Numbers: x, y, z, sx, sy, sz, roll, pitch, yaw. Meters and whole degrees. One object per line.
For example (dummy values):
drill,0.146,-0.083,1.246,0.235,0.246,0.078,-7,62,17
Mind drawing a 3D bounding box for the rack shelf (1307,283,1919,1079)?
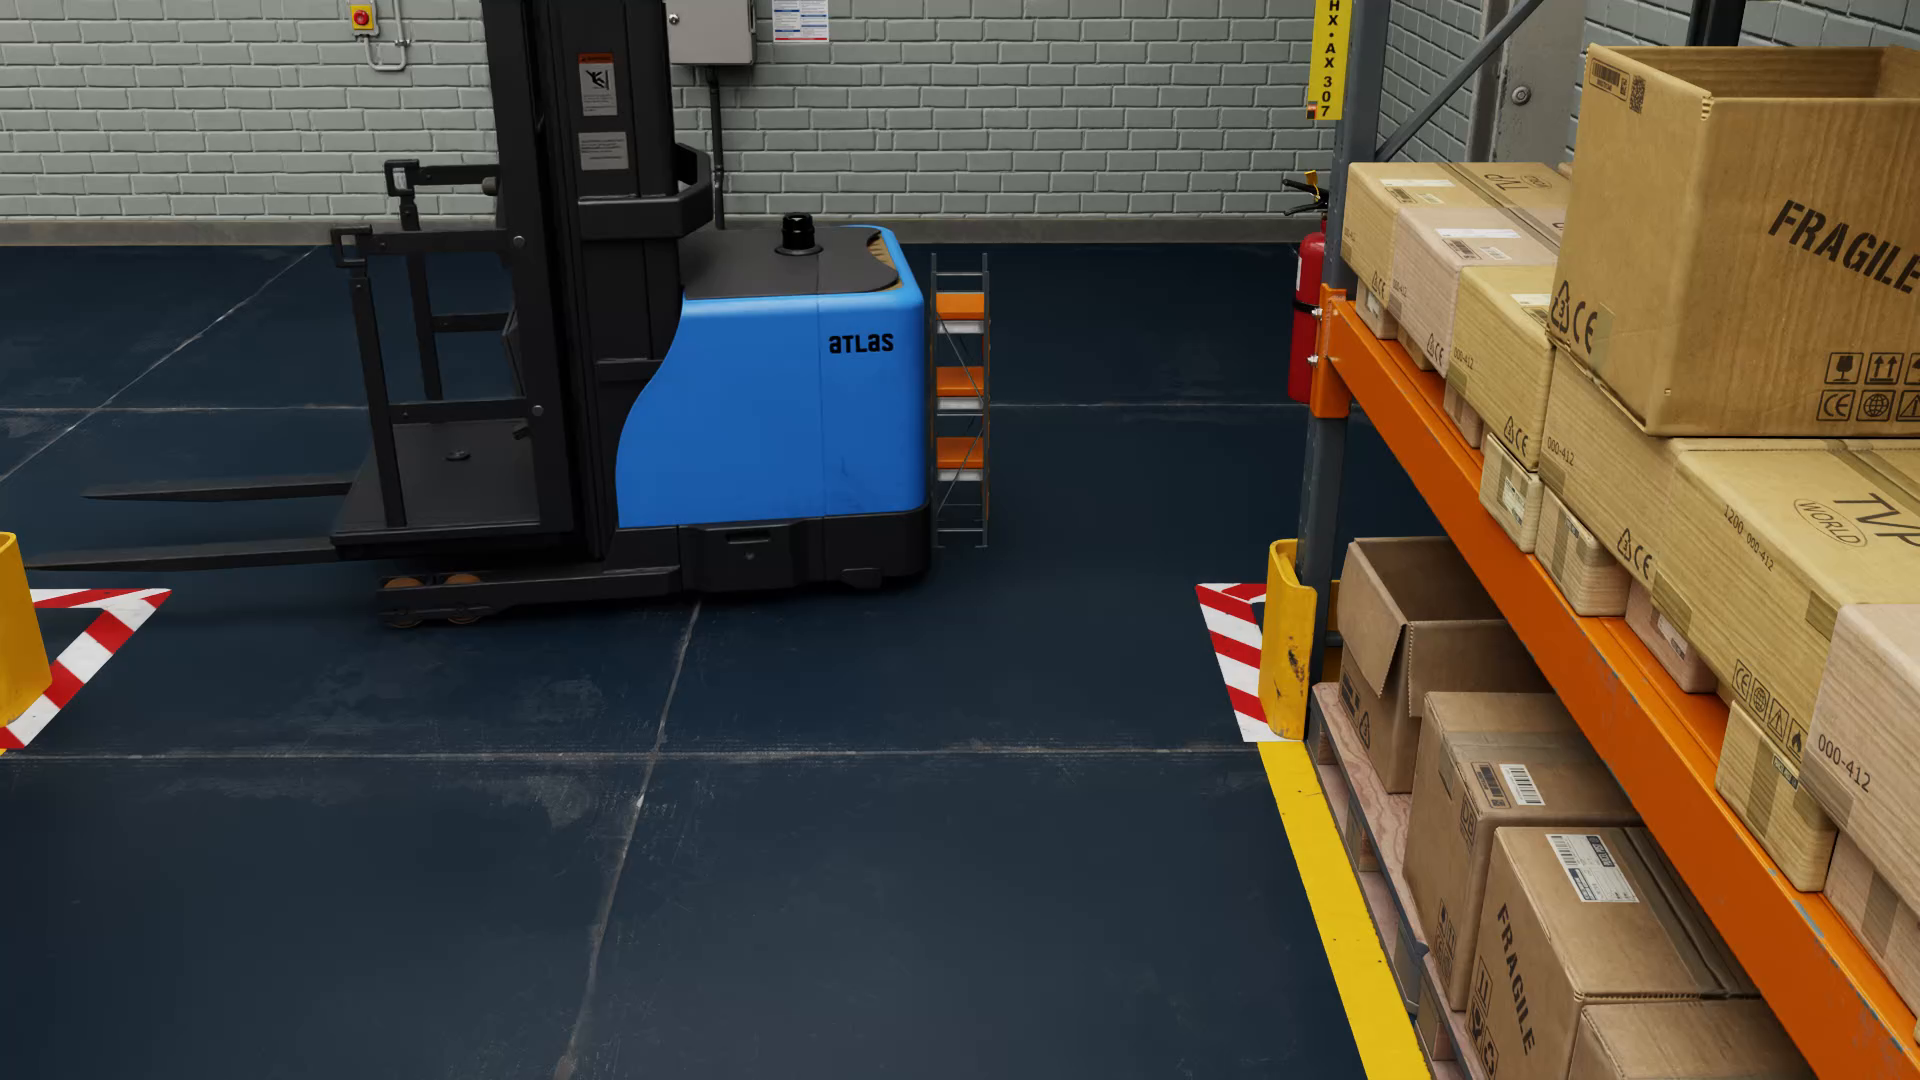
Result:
rack shelf,1.537,0.275,2.875,1.077,0.370,4.000,0,24,-1

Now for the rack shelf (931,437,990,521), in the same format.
rack shelf,-0.001,-0.238,6.201,0.215,0.259,0.240,0,24,-1

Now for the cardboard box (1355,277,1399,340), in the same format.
cardboard box,1.244,-0.626,4.298,0.380,0.149,0.250,0,24,-1

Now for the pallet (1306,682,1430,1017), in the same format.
pallet,1.526,0.754,4.328,1.003,0.211,1.213,0,24,-1

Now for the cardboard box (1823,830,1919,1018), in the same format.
cardboard box,1.276,0.433,1.957,0.380,0.149,0.250,0,24,1

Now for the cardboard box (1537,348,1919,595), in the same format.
cardboard box,1.292,-0.129,2.715,0.500,0.250,0.500,-1,24,-2

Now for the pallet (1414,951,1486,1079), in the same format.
pallet,1.536,1.255,3.219,1.003,0.211,1.213,0,24,-1

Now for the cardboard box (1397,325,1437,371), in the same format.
cardboard box,1.294,-0.521,4.067,0.380,0.149,0.250,0,24,1

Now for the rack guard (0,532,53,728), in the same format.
rack guard,-3.448,0.276,5.033,1.175,0.500,0.348,0,24,-1

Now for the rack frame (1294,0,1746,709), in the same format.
rack frame,1.515,-0.877,4.549,1.000,3.000,0.127,0,24,-1

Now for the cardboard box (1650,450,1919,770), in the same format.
cardboard box,1.297,0.084,2.246,0.500,0.250,0.500,0,24,-1

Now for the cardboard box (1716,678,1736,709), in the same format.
cardboard box,1.354,0.221,2.426,0.380,0.149,0.250,0,24,0

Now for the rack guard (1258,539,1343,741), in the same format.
rack guard,1.516,0.293,4.995,1.175,0.500,0.348,0,24,-1

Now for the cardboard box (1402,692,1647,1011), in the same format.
cardboard box,1.398,0.676,3.640,0.700,0.500,0.500,1,24,2

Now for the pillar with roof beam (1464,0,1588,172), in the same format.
pillar with roof beam,-1.918,-4.706,5.735,9.100,9.000,0.400,0,24,-1

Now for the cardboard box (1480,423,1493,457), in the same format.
cardboard box,1.281,-0.199,3.355,0.380,0.149,0.250,0,24,0

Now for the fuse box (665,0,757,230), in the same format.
fuse box,-1.431,-2.539,9.787,0.539,1.711,0.414,0,24,-1

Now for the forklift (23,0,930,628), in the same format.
forklift,-1.666,-1.272,5.506,3.031,2.935,1.130,-4,25,-8

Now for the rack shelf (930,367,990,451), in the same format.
rack shelf,-0.001,-0.491,6.087,0.215,0.259,0.240,0,24,-1

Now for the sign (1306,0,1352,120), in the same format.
sign,0.973,-1.269,4.365,0.100,0.325,0.005,0,24,-1

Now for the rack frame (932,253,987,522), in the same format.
rack frame,-0.002,-0.551,6.194,0.200,1.050,0.008,0,24,-1

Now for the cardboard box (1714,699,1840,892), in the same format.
cardboard box,1.245,0.328,2.189,0.380,0.149,0.250,-1,24,-1

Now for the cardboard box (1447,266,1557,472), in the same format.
cardboard box,1.265,-0.339,3.181,0.500,0.250,0.500,-1,24,-2

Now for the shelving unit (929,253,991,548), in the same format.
shelving unit,-0.001,-0.500,6.082,0.215,1.050,0.252,0,24,-1

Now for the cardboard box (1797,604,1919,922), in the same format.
cardboard box,1.289,0.289,1.792,0.500,0.250,0.500,0,24,0

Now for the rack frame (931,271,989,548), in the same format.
rack frame,0.001,-0.450,5.971,0.200,1.050,0.008,0,24,-1

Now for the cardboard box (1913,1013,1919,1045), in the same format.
cardboard box,1.251,0.541,1.718,0.380,0.149,0.250,0,24,1

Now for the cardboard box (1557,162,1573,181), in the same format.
cardboard box,1.786,-0.756,4.102,0.500,0.250,0.500,0,24,1

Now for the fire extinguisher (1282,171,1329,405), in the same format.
fire extinguisher,1.051,-0.730,4.771,0.296,0.674,0.183,0,24,-1

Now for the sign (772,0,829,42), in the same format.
sign,-0.939,-3.170,9.734,0.329,0.494,0.001,0,24,-1

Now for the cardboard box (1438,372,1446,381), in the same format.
cardboard box,1.331,-0.413,3.828,0.380,0.149,0.250,-1,24,-1

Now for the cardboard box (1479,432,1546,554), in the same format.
cardboard box,1.209,-0.095,3.124,0.380,0.149,0.250,-1,24,-2

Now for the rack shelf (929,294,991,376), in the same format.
rack shelf,-0.001,-0.749,5.970,0.215,0.259,0.240,0,24,-1

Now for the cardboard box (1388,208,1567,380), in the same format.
cardboard box,1.256,-0.548,3.643,0.500,0.250,0.500,0,24,0

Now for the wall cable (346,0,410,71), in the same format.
wall cable,-3.533,-3.654,9.417,0.585,1.953,0.123,0,24,-1

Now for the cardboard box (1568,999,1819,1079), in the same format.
cardboard box,1.409,1.103,2.694,0.700,0.500,0.500,-1,24,-3

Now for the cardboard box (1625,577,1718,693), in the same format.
cardboard box,1.304,0.120,2.650,0.380,0.149,0.250,0,24,-1

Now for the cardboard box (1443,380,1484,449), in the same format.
cardboard box,1.273,-0.309,3.597,0.380,0.149,0.250,0,24,1

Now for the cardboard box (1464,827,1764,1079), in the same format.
cardboard box,1.303,0.894,3.157,0.500,0.500,0.500,0,24,0

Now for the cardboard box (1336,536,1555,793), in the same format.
cardboard box,1.427,0.322,4.418,0.797,0.503,0.637,-1,24,-3

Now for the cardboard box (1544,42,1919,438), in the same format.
cardboard box,1.267,-0.479,2.581,0.500,0.500,0.500,0,24,1

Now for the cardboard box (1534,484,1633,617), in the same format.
cardboard box,1.232,0.014,2.884,0.380,0.149,0.250,0,24,1

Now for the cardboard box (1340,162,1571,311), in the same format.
cardboard box,1.251,-0.756,4.102,0.500,0.250,0.500,0,24,0
